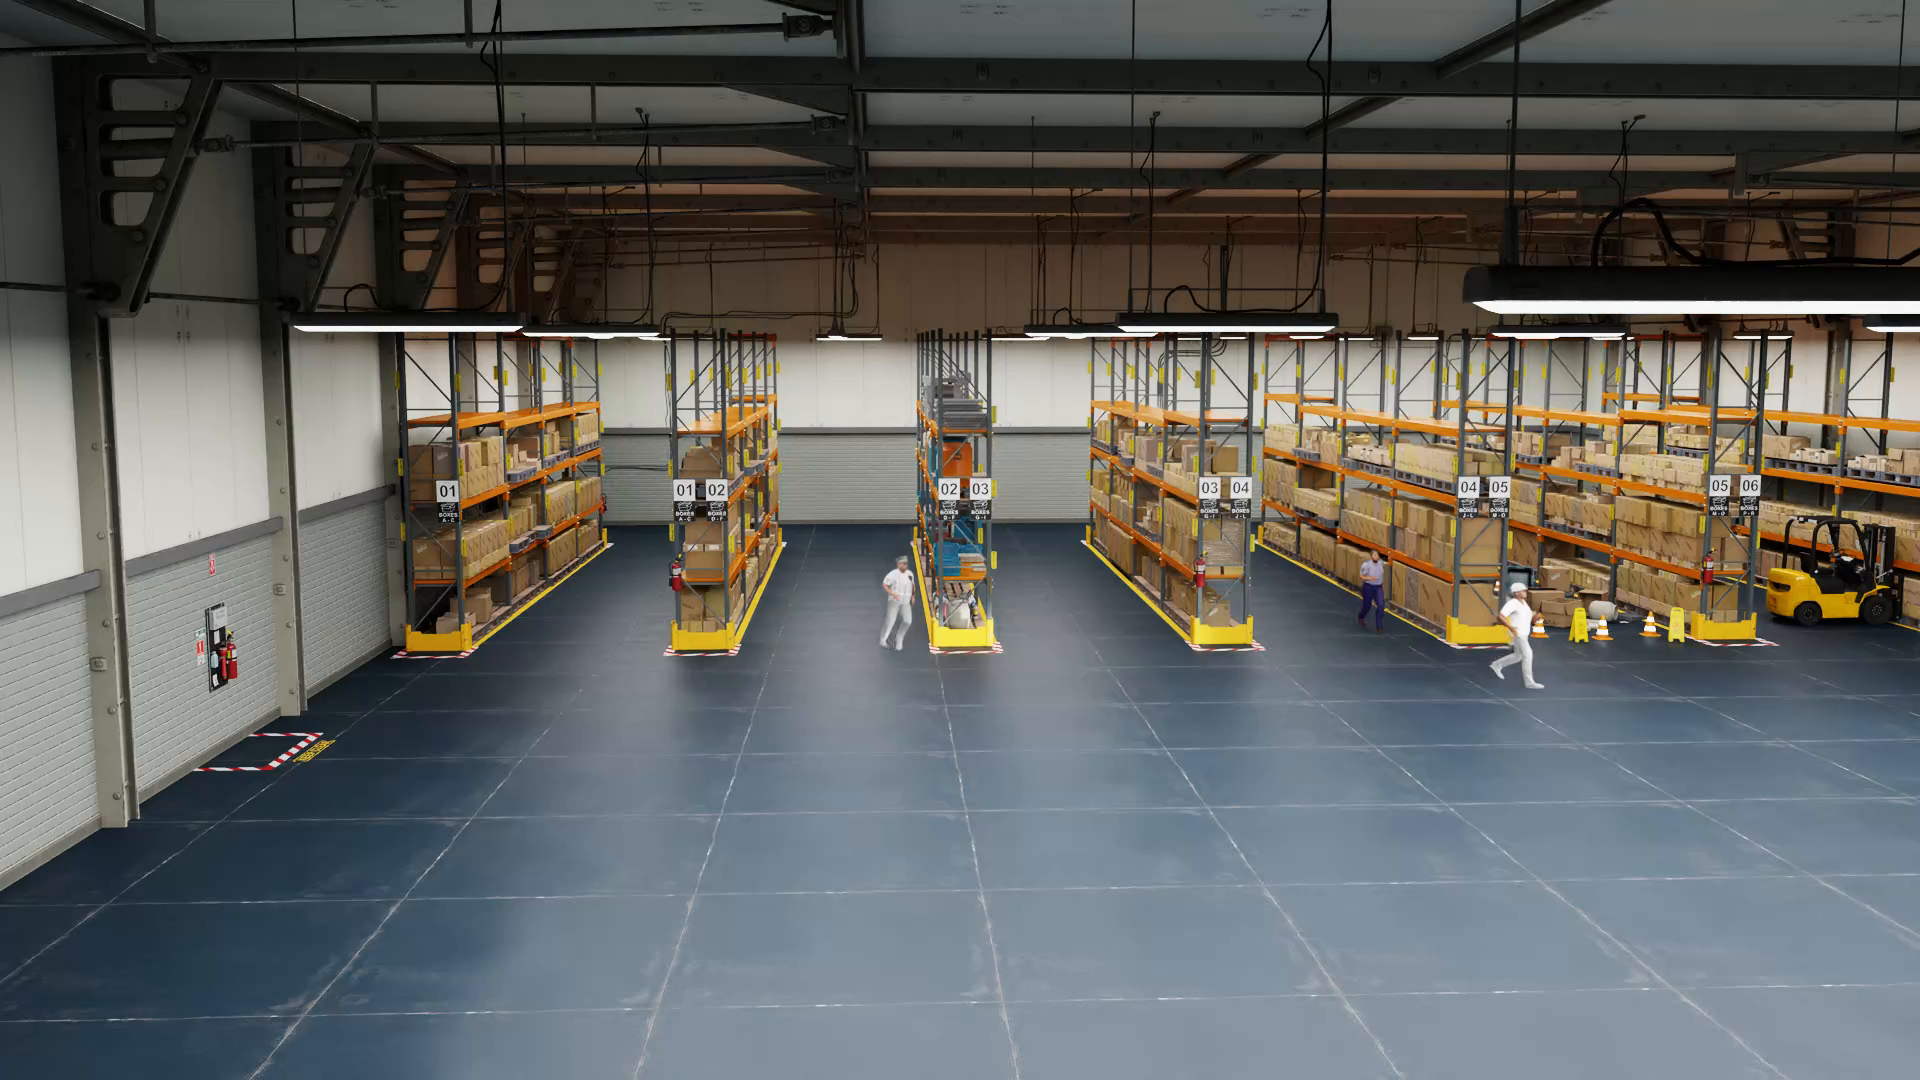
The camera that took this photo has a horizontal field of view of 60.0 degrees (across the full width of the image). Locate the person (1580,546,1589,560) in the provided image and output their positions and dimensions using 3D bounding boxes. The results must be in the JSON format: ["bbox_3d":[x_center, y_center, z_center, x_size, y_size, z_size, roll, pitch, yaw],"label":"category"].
[{"bbox_3d":[16.031,-0.175,42.955,0.682,1.679,0.740,0,7,1],"label":"person"}]

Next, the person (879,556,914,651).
[{"bbox_3d":[-1.135,1.185,31.369,0.724,1.797,0.680,-3,8,-26],"label":"person"}]

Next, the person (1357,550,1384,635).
[{"bbox_3d":[8.202,1.023,33.149,0.607,1.697,0.910,-1,7,-12],"label":"person"}]

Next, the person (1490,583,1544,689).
[{"bbox_3d":[9.315,1.579,27.754,0.949,1.748,0.712,5,8,36],"label":"person"}]
